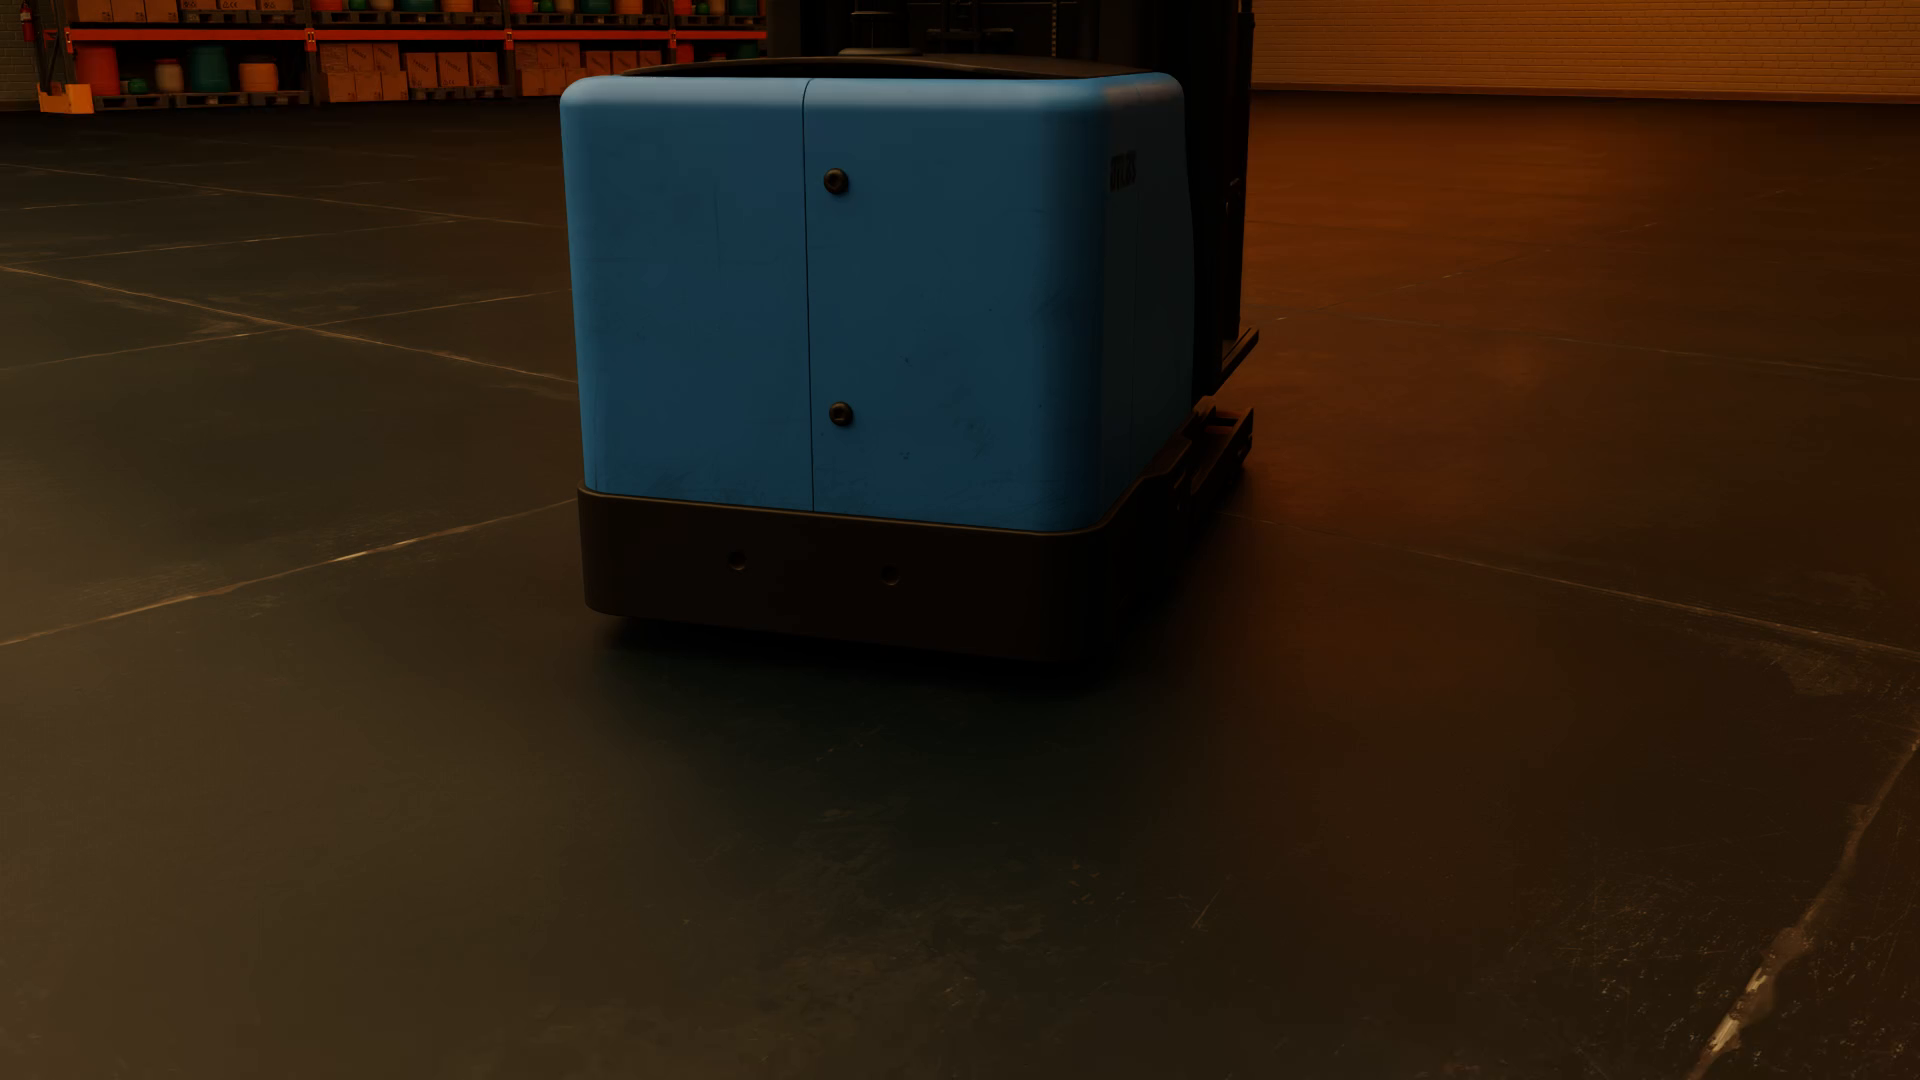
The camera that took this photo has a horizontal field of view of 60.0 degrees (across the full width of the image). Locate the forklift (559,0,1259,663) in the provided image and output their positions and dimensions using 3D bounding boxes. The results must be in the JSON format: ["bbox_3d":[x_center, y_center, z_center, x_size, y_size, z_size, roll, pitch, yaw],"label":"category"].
[{"bbox_3d":[0.182,-1.571,4.072,1.130,2.935,3.031,5,18,17],"label":"forklift"}]
